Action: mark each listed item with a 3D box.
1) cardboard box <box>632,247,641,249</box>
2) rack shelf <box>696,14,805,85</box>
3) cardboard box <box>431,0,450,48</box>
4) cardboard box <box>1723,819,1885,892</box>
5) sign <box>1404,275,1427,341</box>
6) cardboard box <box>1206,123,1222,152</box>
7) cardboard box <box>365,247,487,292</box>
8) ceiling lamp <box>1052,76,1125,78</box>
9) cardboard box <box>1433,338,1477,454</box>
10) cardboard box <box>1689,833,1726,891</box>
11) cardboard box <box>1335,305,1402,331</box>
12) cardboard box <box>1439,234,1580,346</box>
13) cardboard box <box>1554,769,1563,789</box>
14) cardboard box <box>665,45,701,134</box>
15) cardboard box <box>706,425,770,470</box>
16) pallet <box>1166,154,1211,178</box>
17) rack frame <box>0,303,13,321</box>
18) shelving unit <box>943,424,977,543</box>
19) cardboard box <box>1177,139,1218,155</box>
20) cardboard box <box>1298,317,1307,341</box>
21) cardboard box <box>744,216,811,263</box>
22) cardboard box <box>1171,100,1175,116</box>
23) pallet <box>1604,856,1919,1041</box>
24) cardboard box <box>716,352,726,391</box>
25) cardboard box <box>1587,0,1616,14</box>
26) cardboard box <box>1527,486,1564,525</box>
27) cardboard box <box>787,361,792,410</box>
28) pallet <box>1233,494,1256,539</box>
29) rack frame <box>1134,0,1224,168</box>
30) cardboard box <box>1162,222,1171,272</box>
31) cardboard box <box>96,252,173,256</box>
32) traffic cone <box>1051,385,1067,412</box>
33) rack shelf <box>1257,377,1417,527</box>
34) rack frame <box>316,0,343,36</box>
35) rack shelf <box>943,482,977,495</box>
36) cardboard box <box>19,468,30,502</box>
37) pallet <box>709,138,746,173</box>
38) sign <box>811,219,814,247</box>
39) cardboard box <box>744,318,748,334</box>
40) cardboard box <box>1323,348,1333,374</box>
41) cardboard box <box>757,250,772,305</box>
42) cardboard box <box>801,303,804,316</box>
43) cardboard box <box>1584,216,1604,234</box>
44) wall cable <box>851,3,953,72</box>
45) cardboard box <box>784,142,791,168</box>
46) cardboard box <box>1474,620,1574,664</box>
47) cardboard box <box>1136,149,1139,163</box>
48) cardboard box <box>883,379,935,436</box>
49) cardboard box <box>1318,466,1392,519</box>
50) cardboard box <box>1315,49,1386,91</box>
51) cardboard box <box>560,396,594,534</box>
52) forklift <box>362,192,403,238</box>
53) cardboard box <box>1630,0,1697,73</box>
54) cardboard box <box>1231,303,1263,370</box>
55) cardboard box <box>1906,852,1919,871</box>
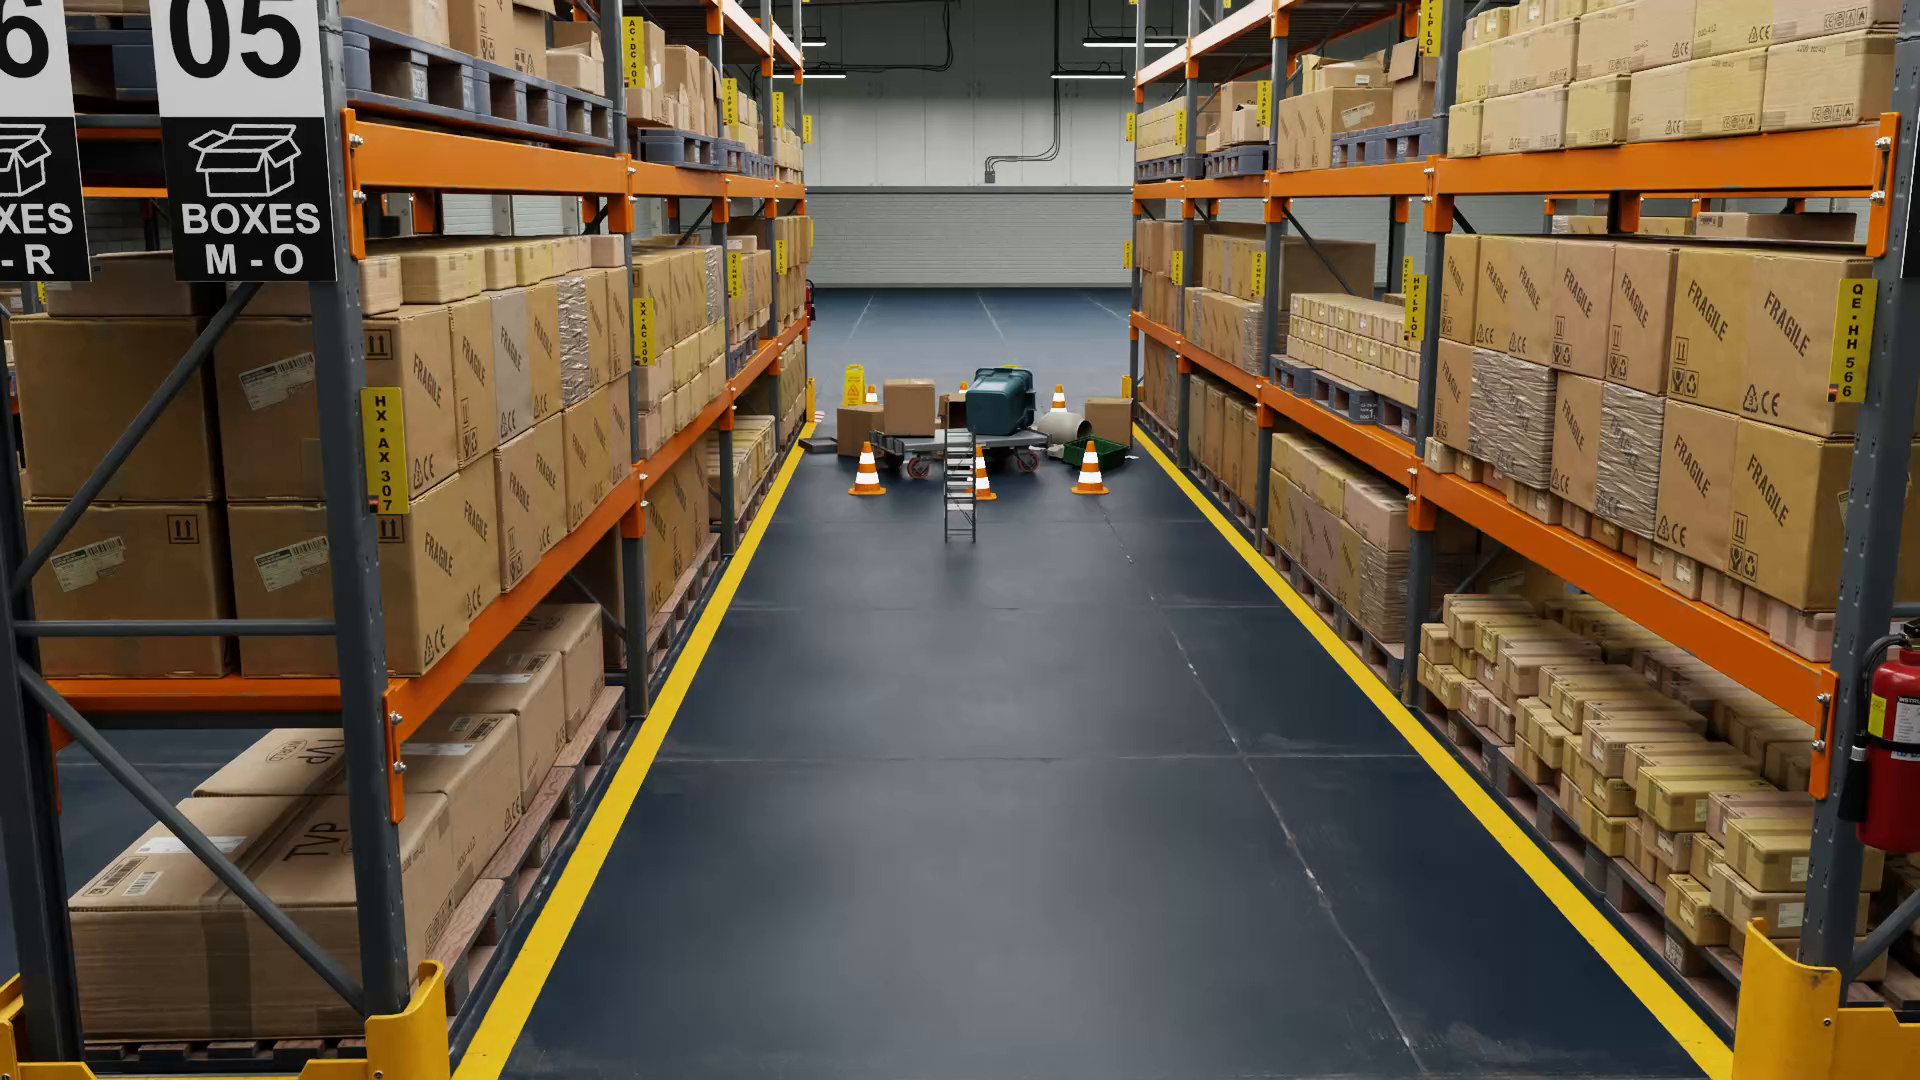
[{"bbox_3d":[-2.407,-1.695,11.101,0.500,0.500,0.500,0,11,-1],"label":"cardboard box"},{"bbox_3d":[-2.316,-5.132,17.539,1.077,0.370,4.000,0,11,-1],"label":"rack shelf"},{"bbox_3d":[-2.008,-1.742,5.473,0.500,0.311,0.500,0,11,0],"label":"cardboard box"},{"bbox_3d":[2.655,0.992,5.242,0.380,0.149,0.250,0,11,0],"label":"cardboard box"},{"bbox_3d":[2.282,-1.163,8.335,0.100,0.325,0.005,0,11,-1],"label":"sign"},{"bbox_3d":[2.435,-3.727,15.370,0.258,0.266,0.396,0,11,-2],"label":"cardboard box"},{"bbox_3d":[-1.807,-0.900,5.552,0.380,0.149,0.250,0,11,-1],"label":"cardboard box"},{"bbox_3d":[3.395,-12.236,43.962,1.941,0.041,0.237,0,11,-1],"label":"ceiling lamp"},{"bbox_3d":[2.595,-0.694,7.935,0.500,0.500,0.500,0,11,-2],"label":"cardboard box"},{"bbox_3d":[2.672,1.086,5.526,0.380,0.149,0.250,-1,11,-2],"label":"cardboard box"},{"bbox_3d":[2.599,-1.414,10.564,0.380,0.149,0.250,0,11,1],"label":"cardboard box"},{"bbox_3d":[2.603,-1.193,7.879,0.500,0.500,0.500,0,11,0],"label":"cardboard box"},{"bbox_3d":[2.673,0.976,6.817,0.380,0.149,0.250,0,11,0],"label":"cardboard box"},{"bbox_3d":[-1.866,-2.729,10.114,0.500,0.500,0.500,0,11,-1],"label":"cardboard box"},{"bbox_3d":[-2.243,-0.819,15.105,0.950,0.372,0.625,0,11,2],"label":"cardboard box"},{"bbox_3d":[2.665,-3.778,16.816,1.003,0.211,1.213,0,11,-1],"label":"pallet"},{"bbox_3d":[-7.152,-1.332,12.081,0.949,2.616,0.053,0,11,-1],"label":"rack frame"},{"bbox_3d":[0.000,-0.439,12.962,0.258,0.900,0.210,0,11,-1],"label":"shelving unit"},{"bbox_3d":[2.345,-3.862,16.329,0.380,0.149,0.250,0,11,-1],"label":"cardboard box"},{"bbox_3d":[2.571,-1.471,11.594,0.380,0.149,0.250,0,11,2],"label":"cardboard box"},{"bbox_3d":[-2.013,-3.326,18.395,0.700,0.500,0.500,0,11,-2],"label":"cardboard box"},{"bbox_3d":[2.336,-4.353,16.745,0.380,0.149,0.250,0,11,-1],"label":"cardboard box"},{"bbox_3d":[2.937,1.387,5.694,1.003,0.211,1.213,0,11,-1],"label":"pallet"},{"bbox_3d":[-1.922,-1.180,11.709,0.500,0.250,0.500,-1,11,-3],"label":"cardboard box"},{"bbox_3d":[2.599,-2.063,6.257,0.380,0.149,0.250,-1,11,-3],"label":"cardboard box"},{"bbox_3d":[2.592,-0.156,6.916,0.380,0.149,0.250,0,11,1],"label":"cardboard box"},{"bbox_3d":[-2.040,-1.599,17.369,0.500,0.500,0.500,0,11,1],"label":"cardboard box"},{"bbox_3d":[2.814,-0.184,13.435,1.003,0.211,1.213,0,11,-1],"label":"pallet"},{"bbox_3d":[2.589,-5.924,19.626,1.000,3.000,0.127,0,11,-1],"label":"rack frame"},{"bbox_3d":[2.678,-3.187,18.131,0.875,0.550,0.500,0,11,-1],"label":"cardboard box"},{"bbox_3d":[-2.353,-0.792,5.019,0.380,0.149,0.250,0,11,-2],"label":"cardboard box"},{"bbox_3d":[1.180,-1.629,19.926,0.336,0.463,0.334,0,11,-1],"label":"traffic cone"},{"bbox_3d":[2.796,-0.643,10.496,1.077,0.370,4.000,0,11,-1],"label":"rack shelf"},{"bbox_3d":[-2.027,-2.703,3.750,1.000,3.000,0.127,0,11,-1],"label":"rack frame"},{"bbox_3d":[0.000,-0.407,12.968,0.258,0.077,0.200,0,11,-1],"label":"rack shelf"},{"bbox_3d":[-6.931,-0.230,11.877,0.500,0.500,0.500,0,11,0],"label":"cardboard box"},{"bbox_3d":[-2.126,-2.603,11.275,1.213,0.211,1.003,0,11,1],"label":"pallet"},{"bbox_3d":[-1.802,-3.664,19.868,0.100,0.325,0.005,0,11,-1],"label":"sign"},{"bbox_3d":[-1.998,-1.823,14.075,0.380,0.149,0.250,0,11,1],"label":"cardboard box"},{"bbox_3d":[2.588,-1.173,10.872,0.380,0.149,0.250,0,11,1],"label":"cardboard box"},{"bbox_3d":[-2.036,-2.458,15.575,0.500,0.500,0.500,0,11,-2],"label":"cardboard box"},{"bbox_3d":[-2.020,-2.697,19.440,0.380,0.149,0.250,0,11,-2],"label":"cardboard box"},{"bbox_3d":[7.304,-3.360,18.561,0.500,0.500,0.500,0,11,-1],"label":"cardboard box"},{"bbox_3d":[-1.767,-15.481,50.402,3.097,2.526,0.112,0,11,-1],"label":"wall cable"},{"bbox_3d":[-2.028,-3.981,17.224,0.500,0.250,0.500,0,11,-1],"label":"cardboard box"},{"bbox_3d":[2.638,0.476,7.788,0.380,0.149,0.250,0,11,-2],"label":"cardboard box"},{"bbox_3d":[2.276,-4.516,19.555,0.380,0.149,0.250,0,11,-1],"label":"cardboard box"},{"bbox_3d":[-0.496,-1.308,16.343,0.500,0.500,0.500,0,11,-1],"label":"cardboard box"},{"bbox_3d":[2.547,-0.301,10.343,0.500,0.250,0.500,-1,11,-4],"label":"cardboard box"},{"bbox_3d":[2.543,-3.053,10.843,0.396,0.266,0.258,0,11,-1],"label":"cardboard box"},{"bbox_3d":[-1.803,-0.314,6.810,0.500,0.500,0.500,0,11,-2],"label":"cardboard box"},{"bbox_3d":[-4.966,-1.506,13.269,1.129,2.867,3.031,-3,12,-16],"label":"forklift"},{"bbox_3d":[2.636,-1.739,5.662,0.500,0.250,0.500,0,11,0],"label":"cardboard box"},{"bbox_3d":[2.468,-1.630,13.299,0.500,0.500,0.500,0,11,-1],"label":"cardboard box"},{"bbox_3d":[3.249,0.991,5.248,0.380,0.149,0.250,-1,11,-4],"label":"cardboard box"}]
